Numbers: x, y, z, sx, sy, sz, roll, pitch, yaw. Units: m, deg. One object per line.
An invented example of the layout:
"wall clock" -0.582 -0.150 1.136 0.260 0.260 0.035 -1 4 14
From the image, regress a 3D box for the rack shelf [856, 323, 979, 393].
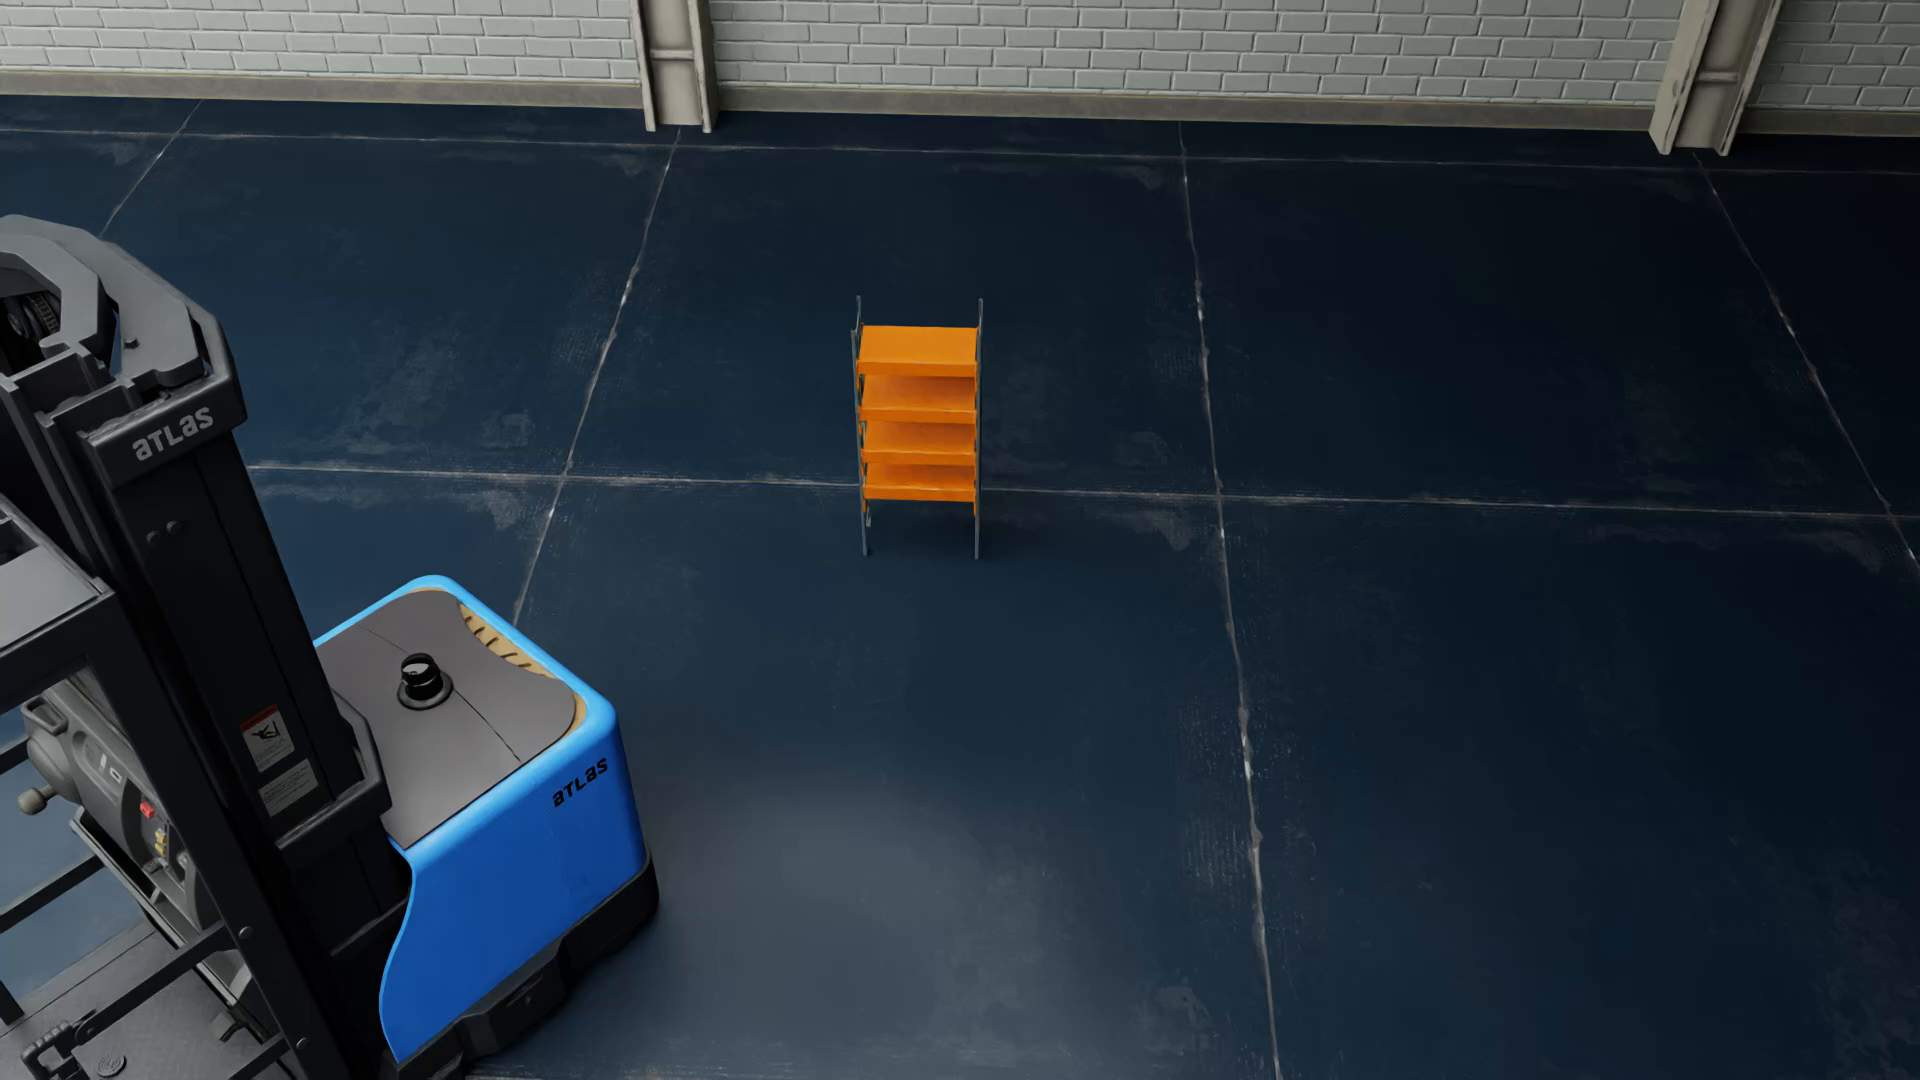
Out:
"rack shelf" -0.165 -0.732 6.664 0.480 0.148 0.258 2 43 2

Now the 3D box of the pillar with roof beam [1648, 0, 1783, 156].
"pillar with roof beam" 4.126 -2.726 3.660 0.400 9.000 9.100 2 43 2

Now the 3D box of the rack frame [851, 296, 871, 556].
"rack frame" -0.409 -0.452 6.940 0.015 1.200 0.240 2 43 2

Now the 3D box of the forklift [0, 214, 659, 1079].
"forklift" -2.418 0.774 4.355 1.130 2.935 3.031 31 51 29

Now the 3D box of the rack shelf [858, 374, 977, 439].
"rack shelf" -0.165 -0.559 6.825 0.480 0.148 0.258 2 43 2

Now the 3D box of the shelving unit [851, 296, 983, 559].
"shelving unit" -0.165 -0.444 6.932 0.503 1.200 0.258 2 43 2

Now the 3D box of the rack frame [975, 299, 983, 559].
"rack frame" 0.078 -0.437 6.924 0.015 1.200 0.240 2 43 2

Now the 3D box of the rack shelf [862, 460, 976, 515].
"rack shelf" -0.165 -0.250 7.113 0.480 0.148 0.258 2 43 2

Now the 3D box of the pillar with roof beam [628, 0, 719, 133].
"pillar with roof beam" -1.868 -2.911 3.858 0.400 9.000 9.100 2 43 2

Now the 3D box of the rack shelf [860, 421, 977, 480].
"rack shelf" -0.165 -0.395 6.978 0.480 0.148 0.258 2 43 2
